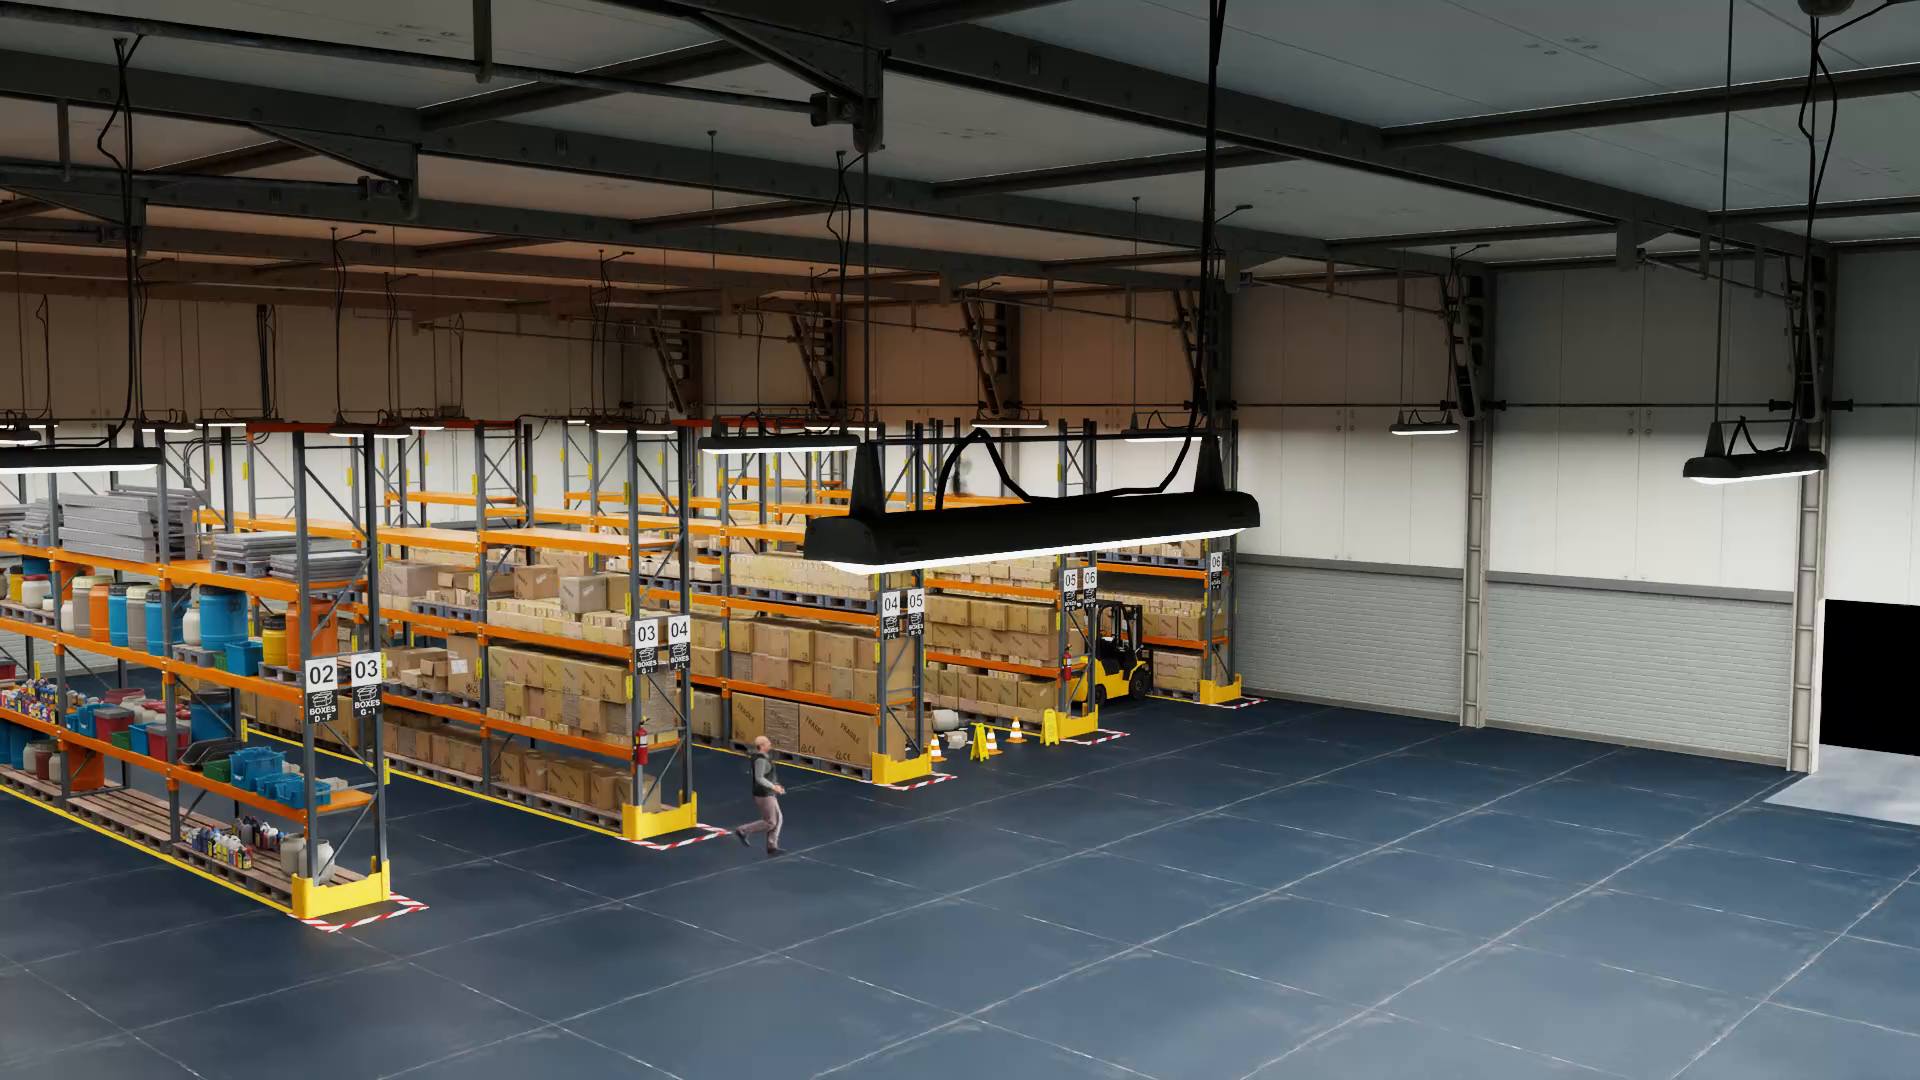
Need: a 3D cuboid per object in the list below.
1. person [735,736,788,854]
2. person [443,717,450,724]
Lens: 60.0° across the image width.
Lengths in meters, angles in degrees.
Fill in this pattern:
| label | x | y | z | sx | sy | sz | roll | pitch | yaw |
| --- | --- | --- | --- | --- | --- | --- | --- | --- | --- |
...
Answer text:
| label | x | y | z | sx | sy | sz | roll | pitch | yaw |
| --- | --- | --- | --- | --- | --- | --- | --- | --- | --- |
| person | -2.794 | 3.588 | 23.352 | 0.744 | 1.695 | 0.673 | -1 | 5 | -10 |
| person | -10.030 | 2.948 | 32.054 | 0.718 | 1.564 | 0.546 | 3 | 6 | 34 |
